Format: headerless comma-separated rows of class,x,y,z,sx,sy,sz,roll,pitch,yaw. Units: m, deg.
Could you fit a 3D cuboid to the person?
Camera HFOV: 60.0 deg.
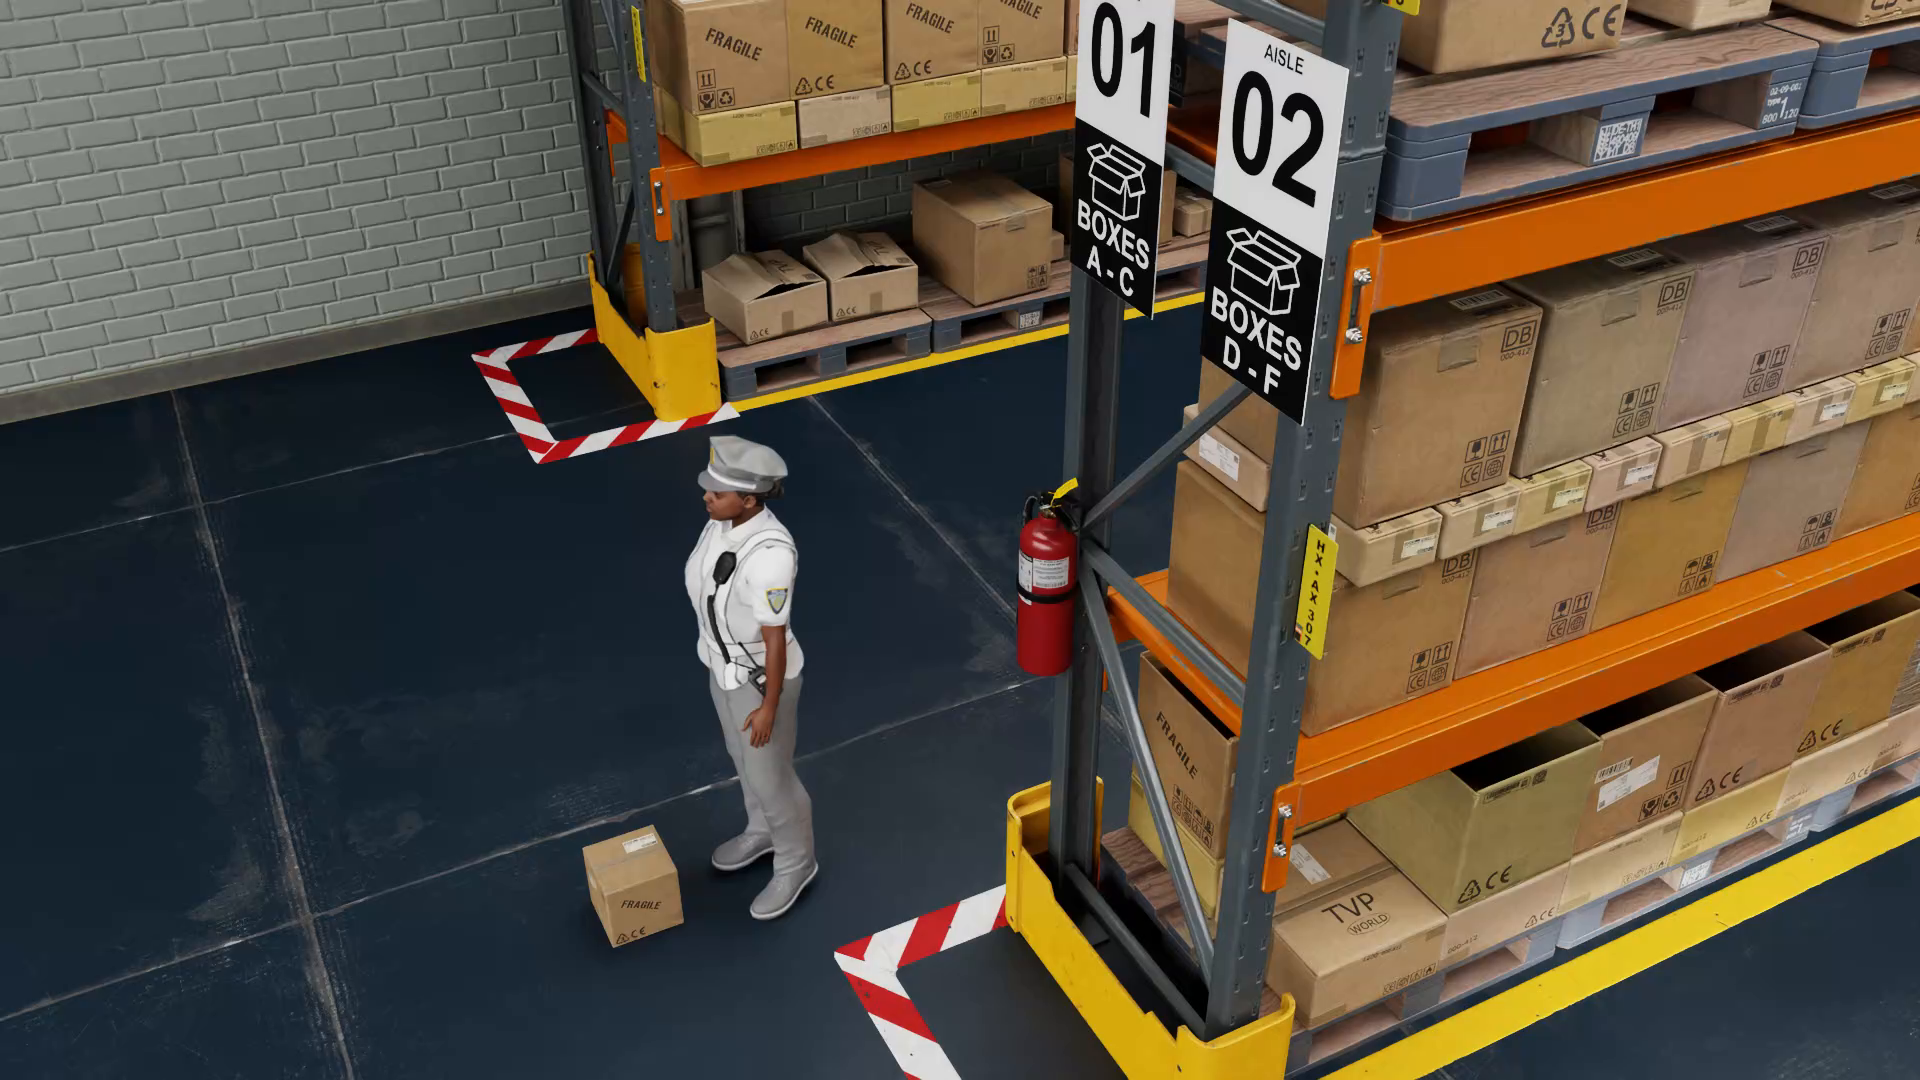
person,-0.681,0.441,5.419,0.350,1.714,0.493,-17,37,-24
